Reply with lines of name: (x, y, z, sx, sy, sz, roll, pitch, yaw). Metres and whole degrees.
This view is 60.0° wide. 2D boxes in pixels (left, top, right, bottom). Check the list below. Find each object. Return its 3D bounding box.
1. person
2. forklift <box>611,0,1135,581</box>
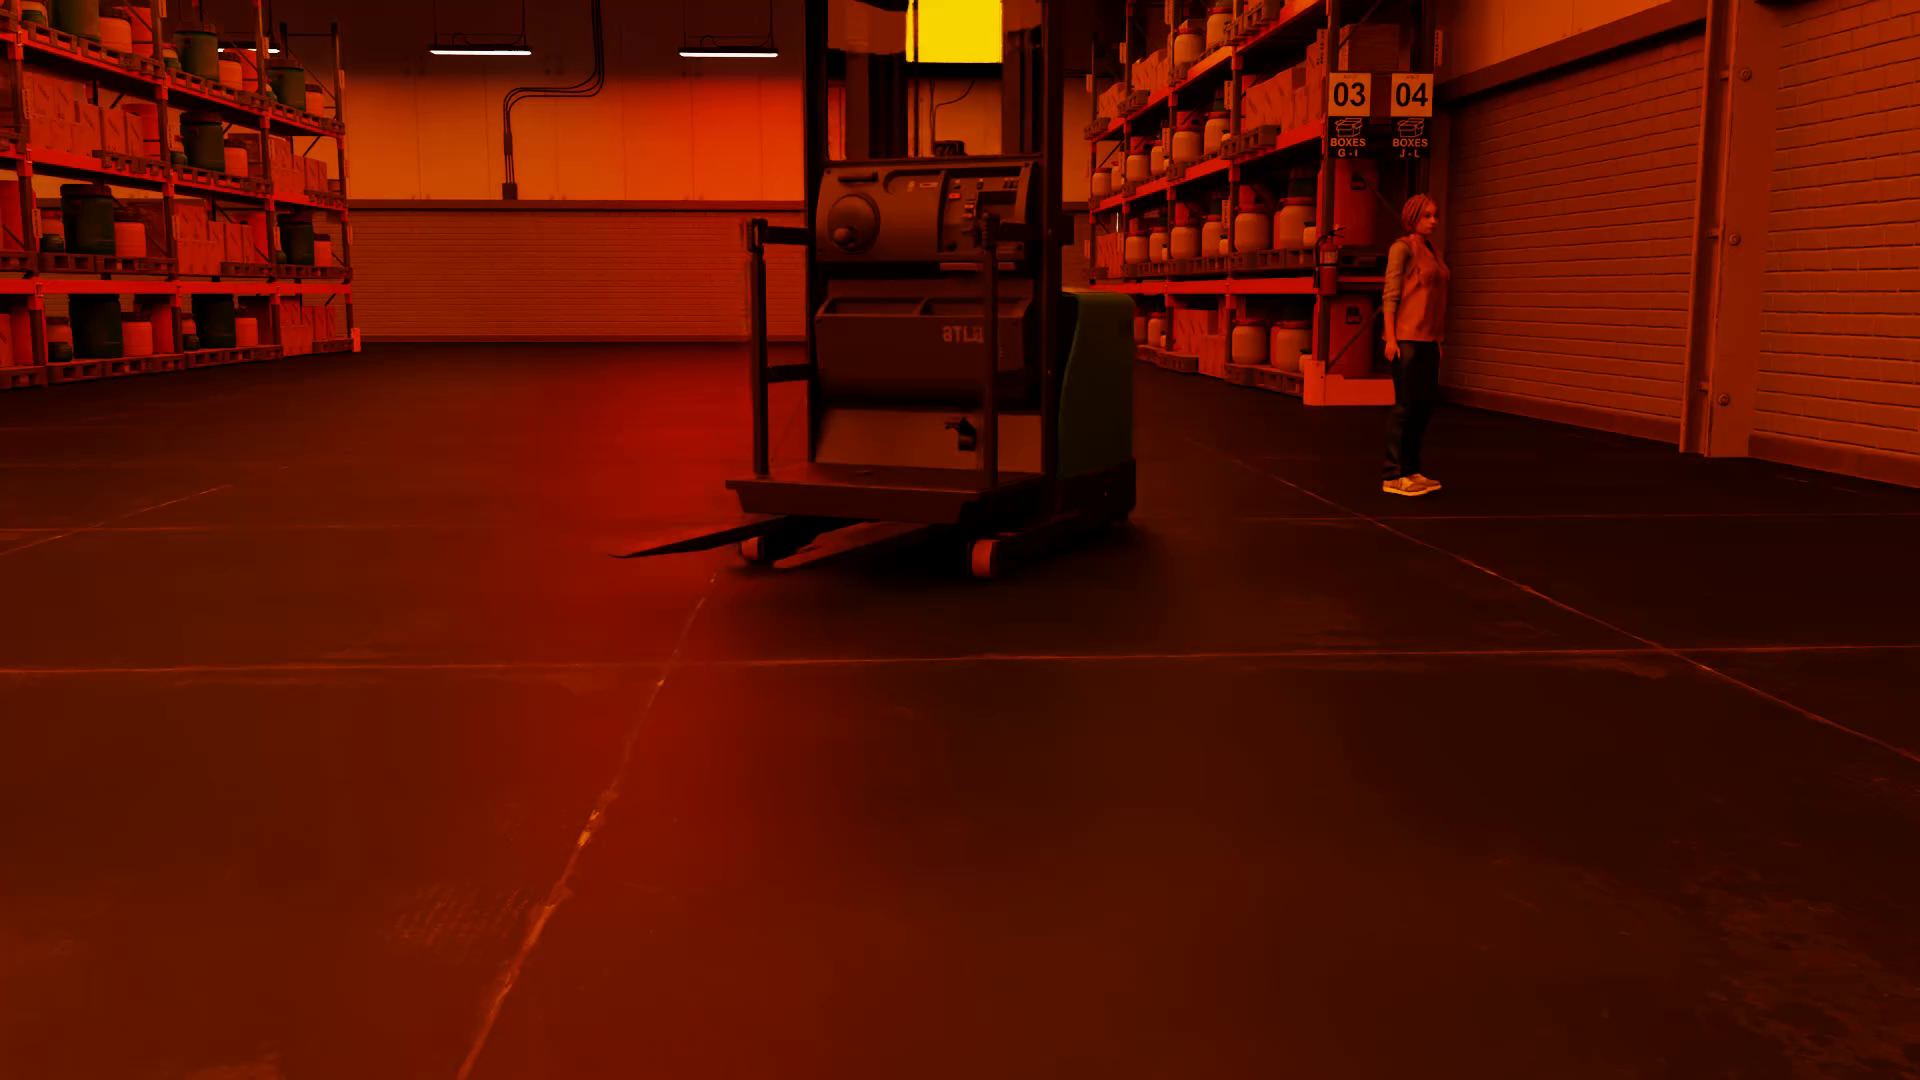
person: (2.454, -1.049, 8.935, 0.345, 1.601, 0.485, 8, 12, 44)
forklift: (-0.235, -1.364, 6.517, 1.130, 2.935, 3.031, 4, 9, 23)
